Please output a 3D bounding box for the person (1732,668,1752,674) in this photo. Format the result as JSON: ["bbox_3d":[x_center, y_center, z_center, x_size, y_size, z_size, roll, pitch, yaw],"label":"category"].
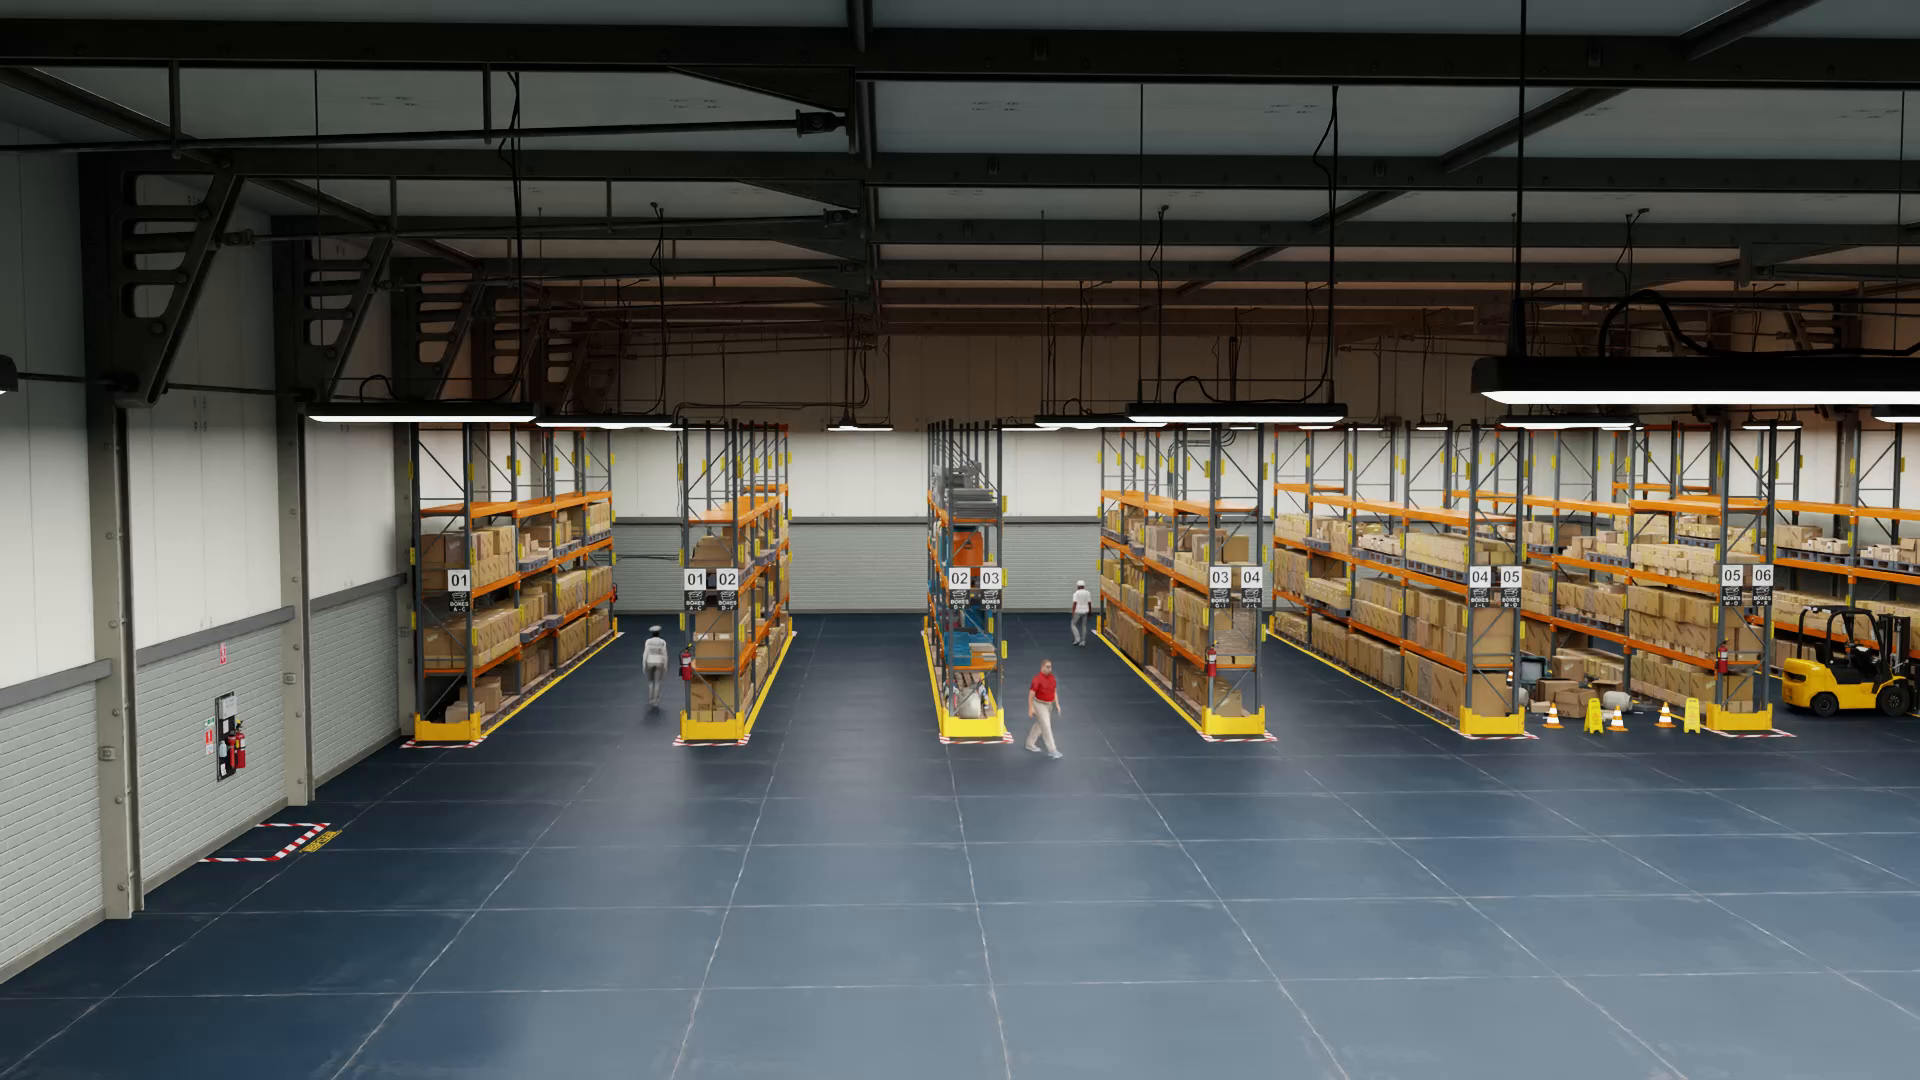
[{"bbox_3d":[17.067,2.658,36.282,0.475,1.495,0.738,0,4,-1],"label":"person"}]

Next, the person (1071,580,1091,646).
[{"bbox_3d":[3.262,1.977,44.904,0.609,1.787,0.403,-2,4,-29],"label":"person"}]

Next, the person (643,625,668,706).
[{"bbox_3d":[-6.403,2.672,34.975,0.526,1.735,0.570,0,4,-6],"label":"person"}]

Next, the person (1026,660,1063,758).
[{"bbox_3d":[1.532,2.965,29.551,0.980,1.674,0.571,3,5,36],"label":"person"}]
